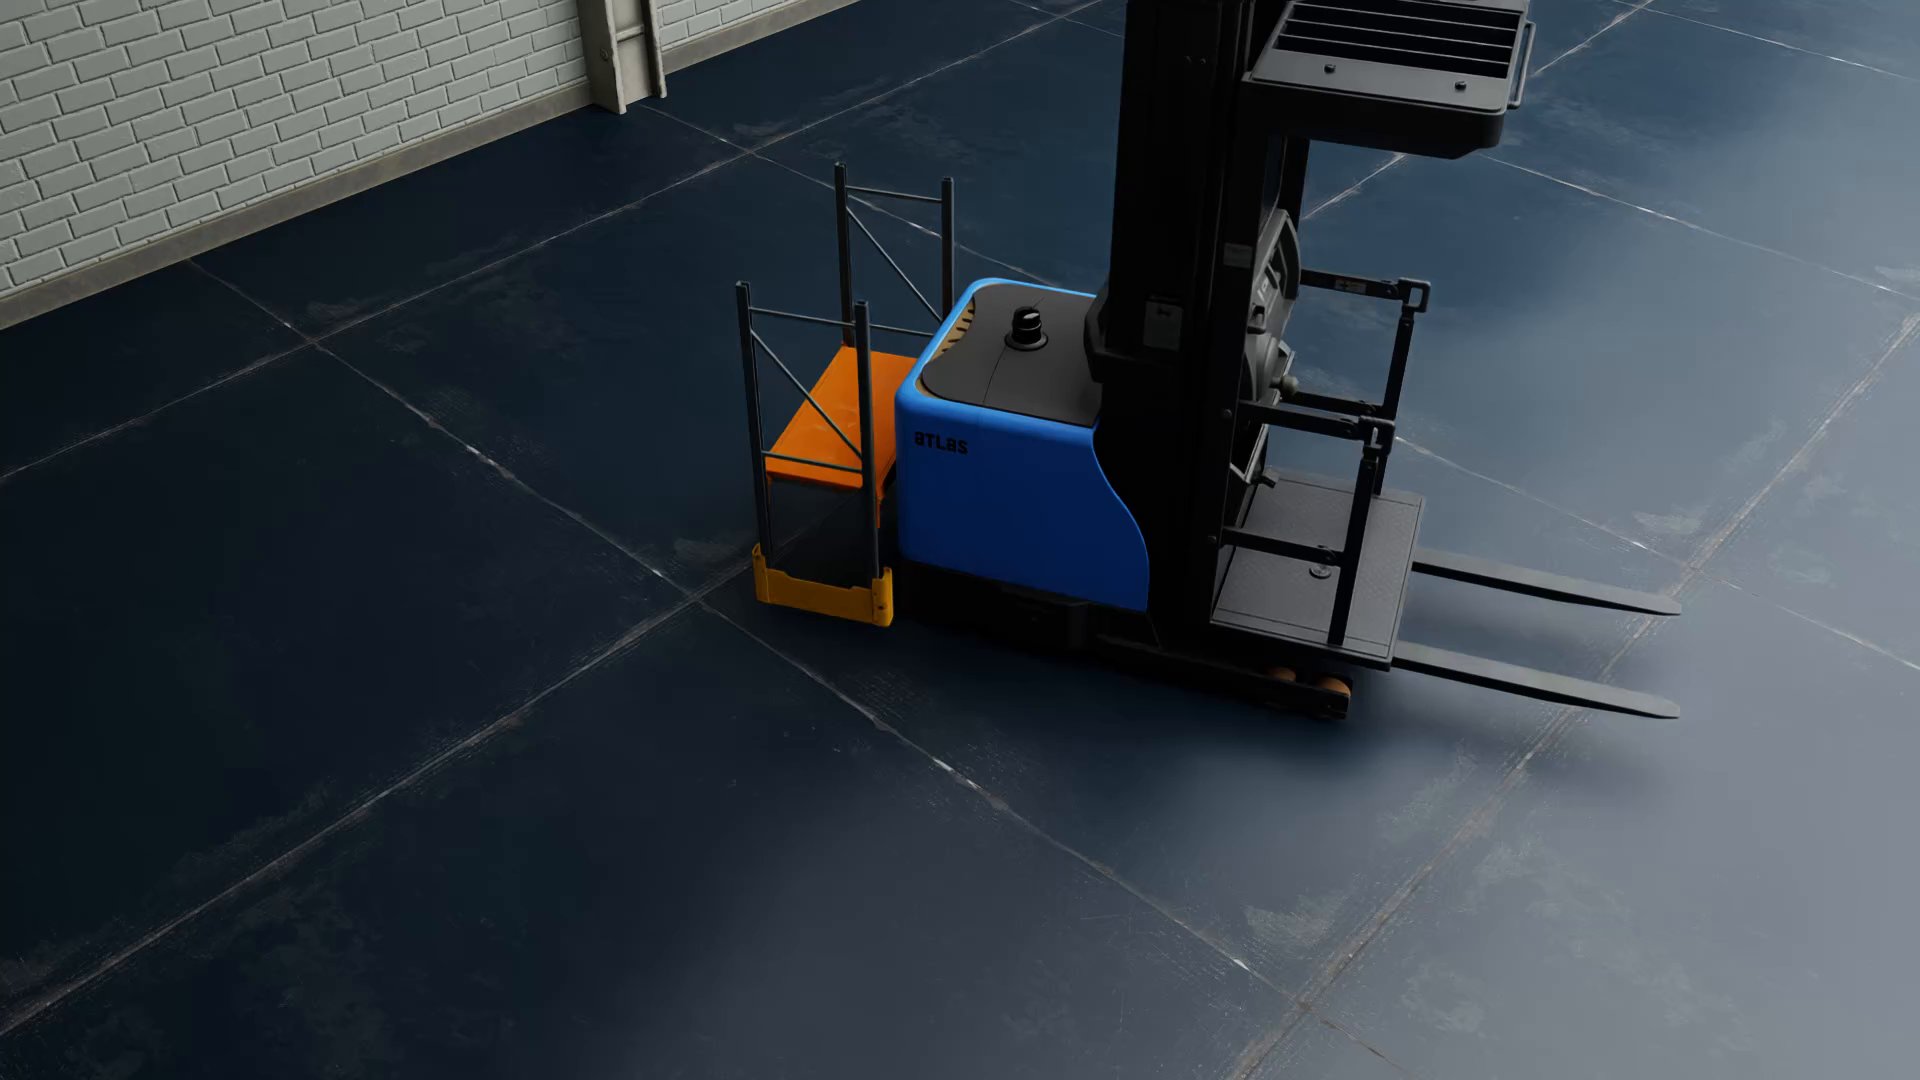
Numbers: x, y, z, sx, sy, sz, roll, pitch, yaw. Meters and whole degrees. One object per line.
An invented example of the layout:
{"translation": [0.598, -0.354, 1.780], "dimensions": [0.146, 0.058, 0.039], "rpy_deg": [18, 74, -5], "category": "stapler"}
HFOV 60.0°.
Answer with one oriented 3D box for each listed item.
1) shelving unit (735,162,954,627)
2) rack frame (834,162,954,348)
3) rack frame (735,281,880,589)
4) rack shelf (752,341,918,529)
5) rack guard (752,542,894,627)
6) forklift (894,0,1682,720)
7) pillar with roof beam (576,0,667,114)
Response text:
{"translation": [-0.415, -0.603, 6.804], "dimensions": [0.587, 1.500, 1.083], "rpy_deg": [11, 40, 13], "category": "shelving unit"}
{"translation": [-0.268, -0.900, 7.177], "dimensions": [0.500, 1.500, 0.032], "rpy_deg": [11, 40, 13], "category": "rack frame"}
{"translation": [-0.567, -0.296, 6.417], "dimensions": [0.500, 1.500, 0.032], "rpy_deg": [11, 40, 13], "category": "rack frame"}
{"translation": [-0.417, -0.457, 6.909], "dimensions": [0.538, 0.185, 1.000], "rpy_deg": [11, 40, 13], "category": "rack shelf"}
{"translation": [-0.562, 0.182, 6.820], "dimensions": [0.587, 0.250, 0.087], "rpy_deg": [11, 40, 13], "category": "rack guard"}
{"translation": [1.310, -0.830, 5.939], "dimensions": [3.031, 2.935, 1.130], "rpy_deg": [12, 40, 15], "category": "forklift"}
{"translation": [1.011, -4.605, 5.811], "dimensions": [9.100, 9.000, 0.400], "rpy_deg": [30, 47, 32], "category": "pillar with roof beam"}
